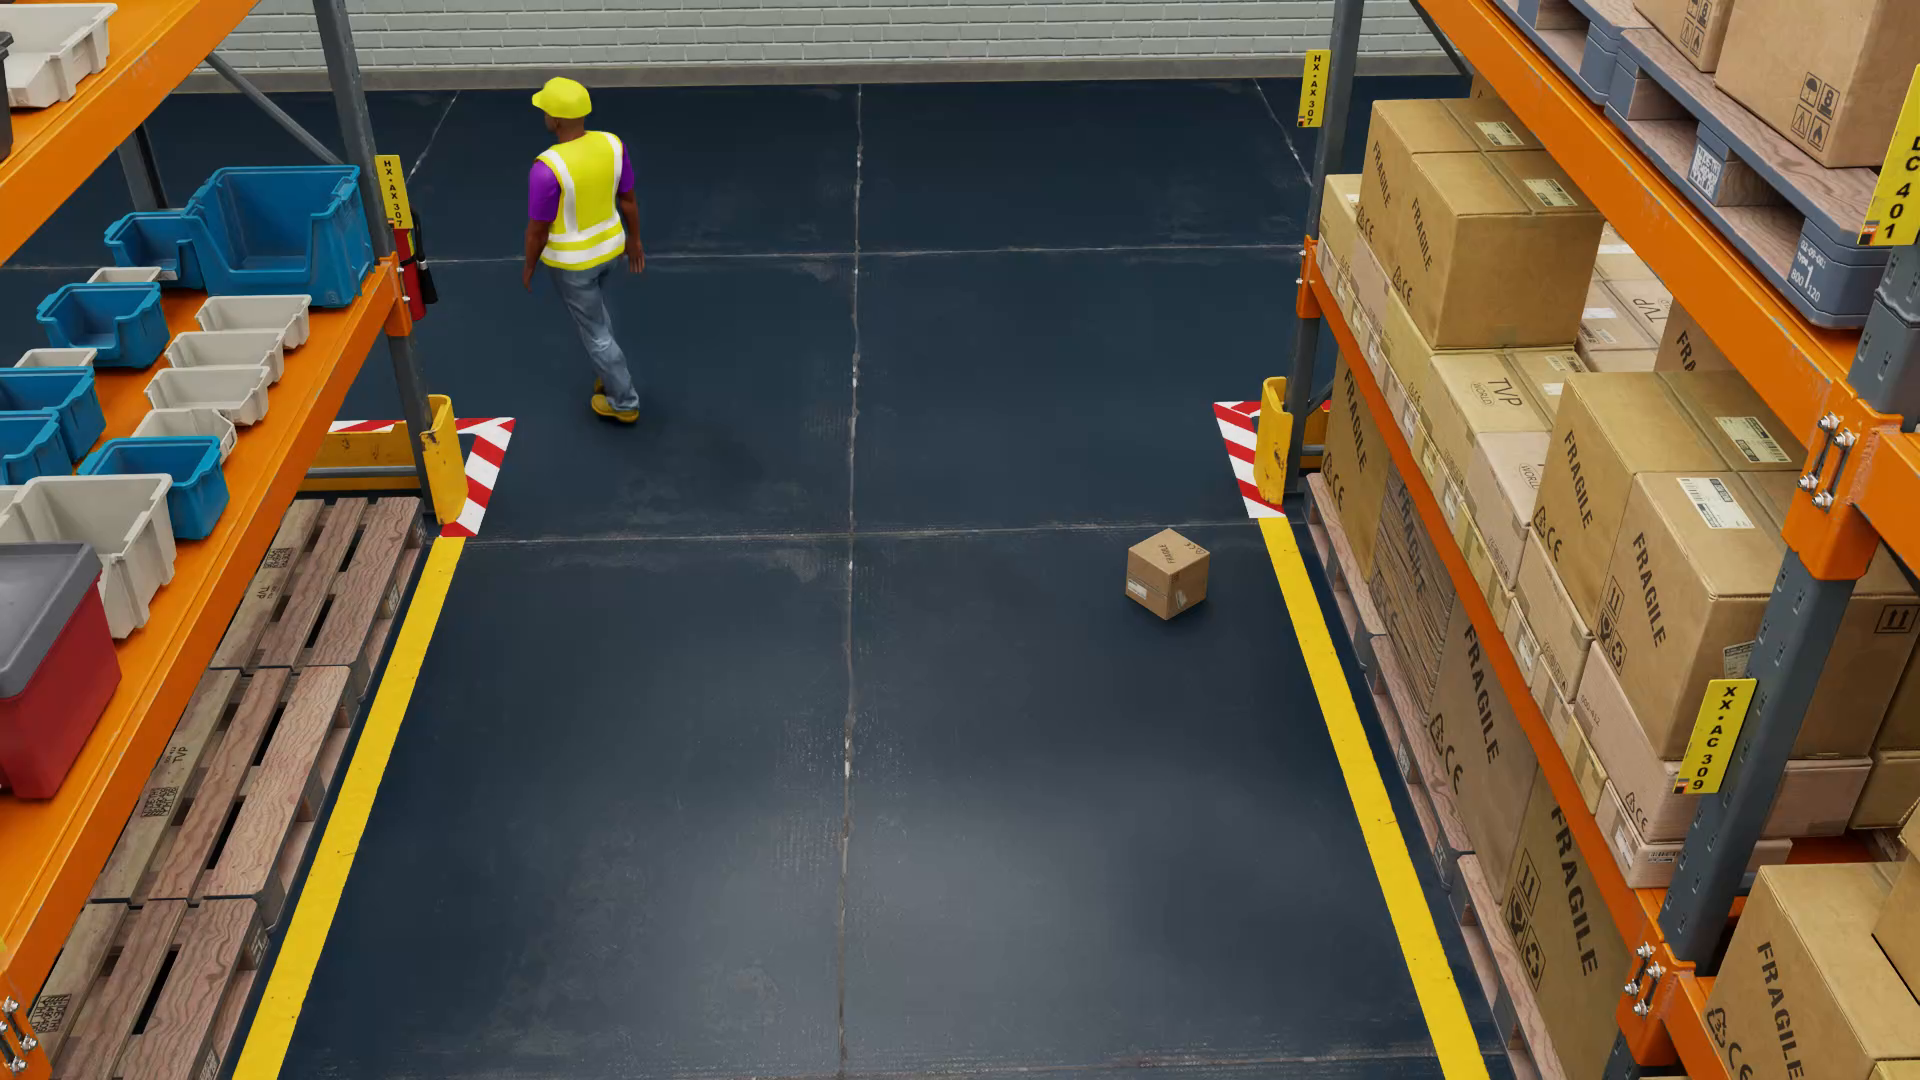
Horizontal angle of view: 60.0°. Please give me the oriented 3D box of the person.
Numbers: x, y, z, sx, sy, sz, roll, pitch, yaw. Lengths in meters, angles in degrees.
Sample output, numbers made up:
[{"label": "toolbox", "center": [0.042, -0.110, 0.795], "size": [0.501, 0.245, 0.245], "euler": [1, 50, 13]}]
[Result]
[{"label": "person", "center": [-1.847, -1.371, 8.095], "size": [0.532, 1.821, 0.598], "euler": [22, 40, 28]}]
